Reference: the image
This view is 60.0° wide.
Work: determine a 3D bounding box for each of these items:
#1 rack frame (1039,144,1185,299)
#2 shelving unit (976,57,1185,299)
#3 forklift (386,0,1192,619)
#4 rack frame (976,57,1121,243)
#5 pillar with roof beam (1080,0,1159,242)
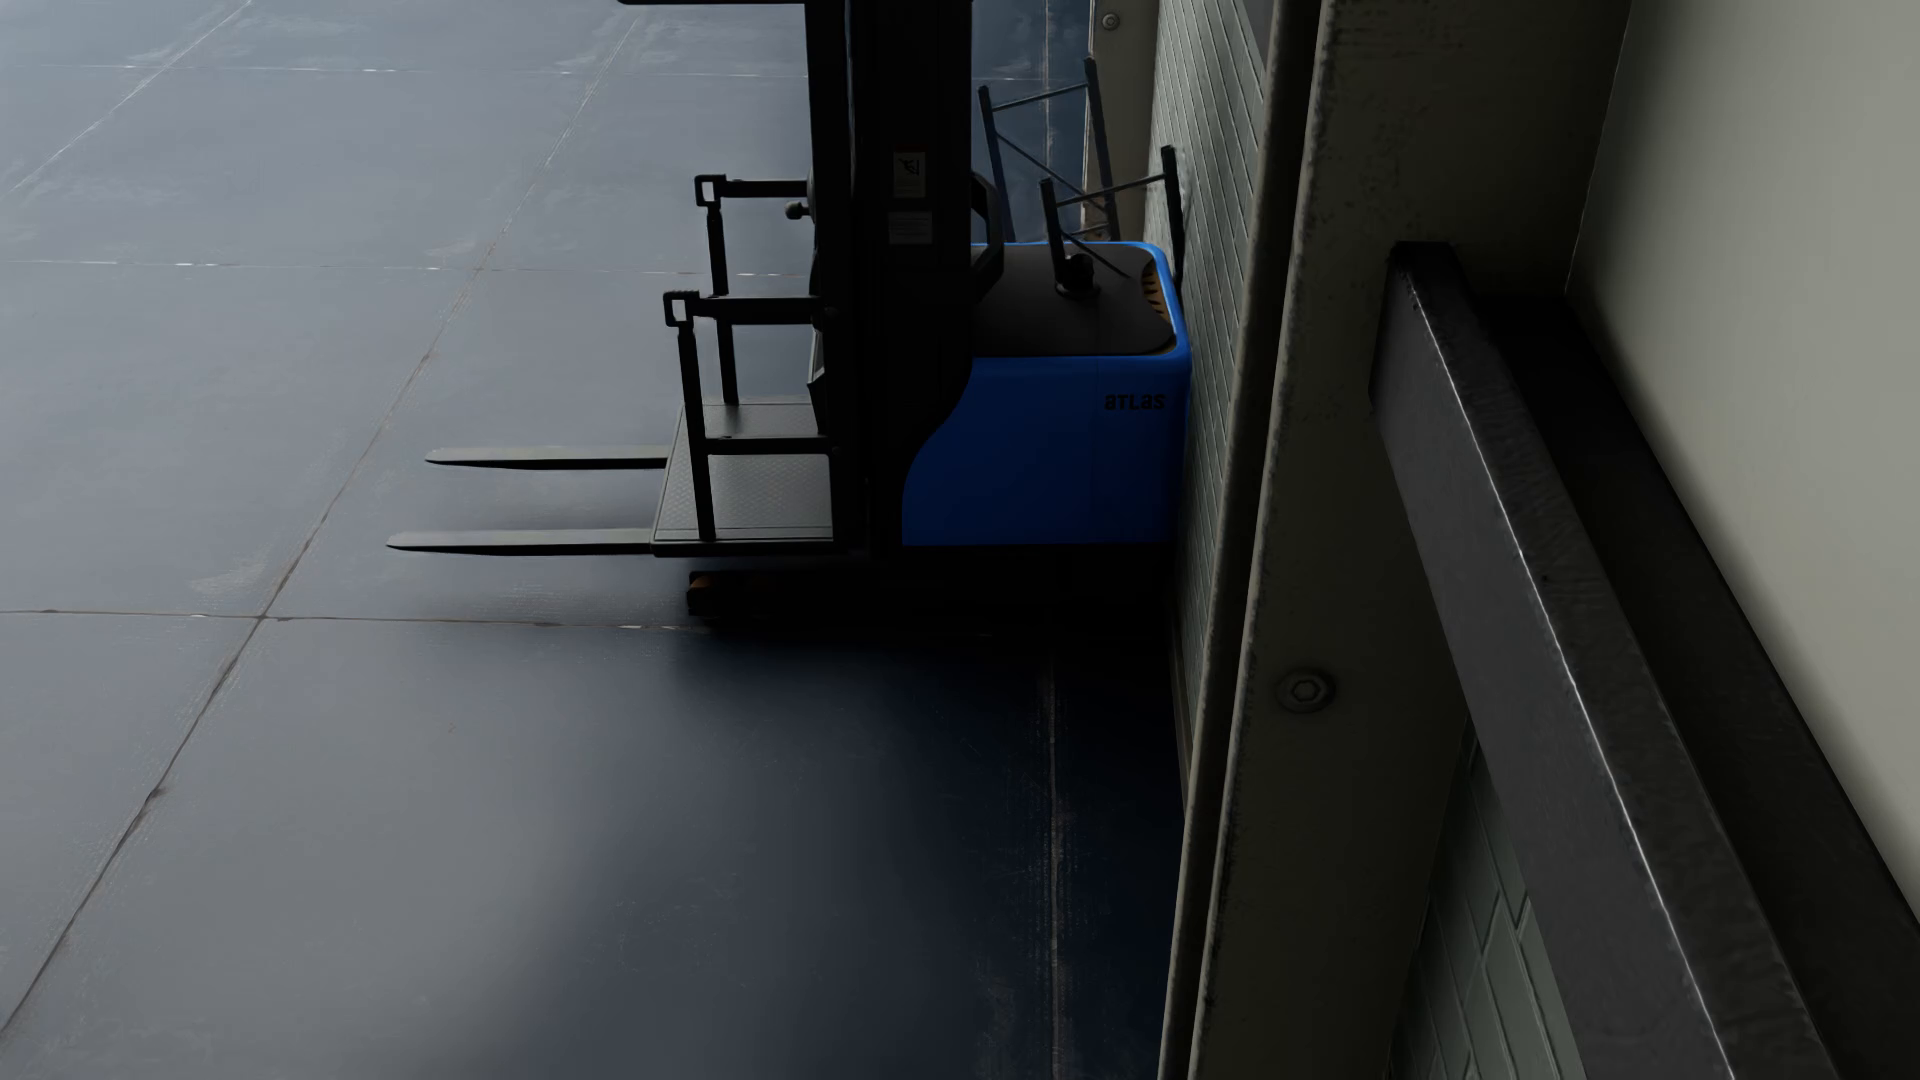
[{"bbox_3d":[0.663,-0.753,6.389,0.500,1.500,0.032,-16,36,-4],"label":"rack frame"},{"bbox_3d":[0.553,-1.036,6.808,0.587,1.500,1.083,-16,36,-4],"label":"shelving unit"},{"bbox_3d":[-0.680,-1.208,5.920,3.031,2.935,1.130,-1,35,-1],"label":"forklift"},{"bbox_3d":[0.447,-1.308,7.213,0.500,1.500,0.032,-16,36,-4],"label":"rack frame"},{"bbox_3d":[-3.523,-5.134,6.229,9.100,9.000,0.400,1,35,2],"label":"pillar with roof beam"}]
